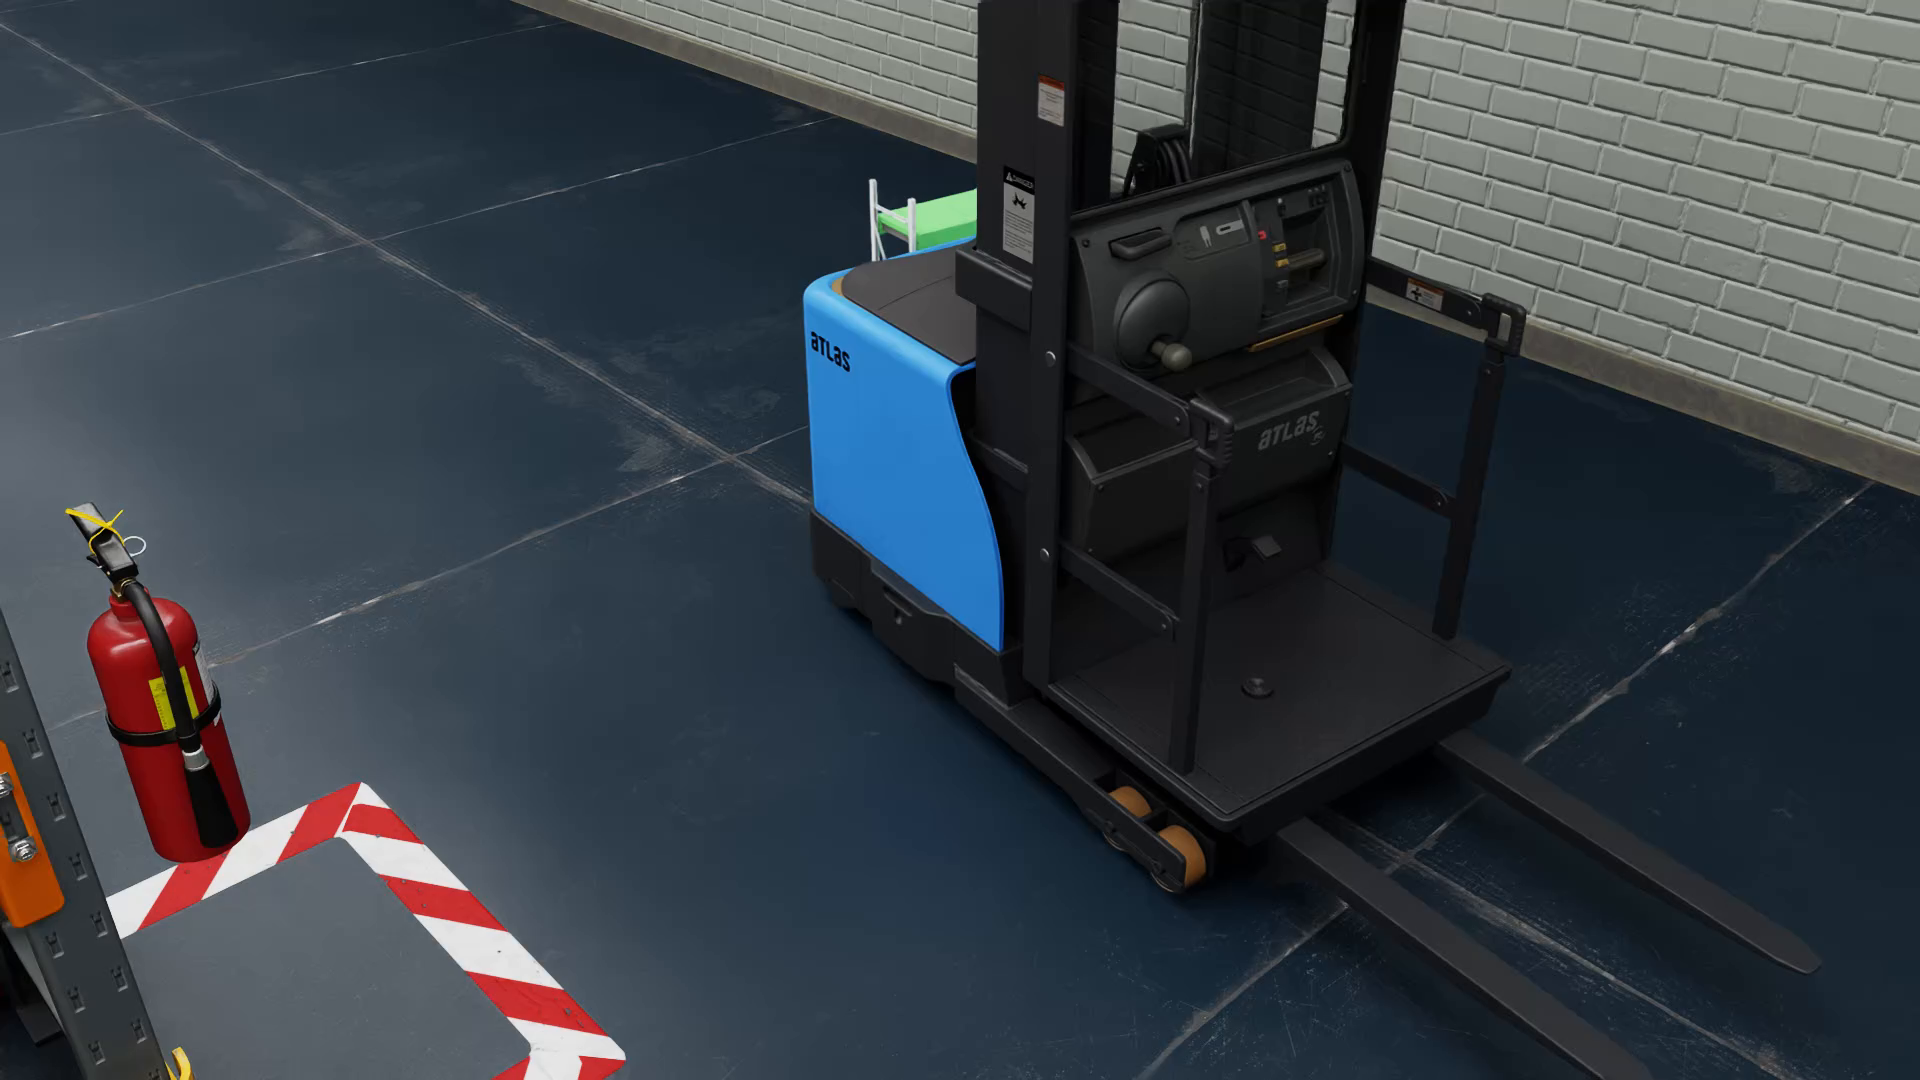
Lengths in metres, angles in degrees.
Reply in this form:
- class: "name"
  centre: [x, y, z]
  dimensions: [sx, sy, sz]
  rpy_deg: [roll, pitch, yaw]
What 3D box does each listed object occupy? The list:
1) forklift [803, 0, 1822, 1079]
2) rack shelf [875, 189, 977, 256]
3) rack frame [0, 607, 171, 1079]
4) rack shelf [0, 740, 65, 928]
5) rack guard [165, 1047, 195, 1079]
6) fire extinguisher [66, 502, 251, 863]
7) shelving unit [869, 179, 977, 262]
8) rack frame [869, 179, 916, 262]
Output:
- class: "forklift"
  centre: [0.789, -0.638, 3.984]
  dimensions: [1.130, 2.935, 3.031]
  rpy_deg: [-21, 37, -30]
- class: "rack shelf"
  centre: [-0.017, -1.026, 5.479]
  dimensions: [0.480, 0.148, 0.258]
  rpy_deg: [-21, 37, -30]
- class: "rack frame"
  centre: [-1.894, -0.025, 2.916]
  dimensions: [0.127, 3.000, 1.000]
  rpy_deg: [-26, 40, -35]
- class: "rack shelf"
  centre: [-3.361, 0.991, 1.943]
  dimensions: [4.000, 0.370, 1.077]
  rpy_deg: [-26, 40, -35]
- class: "rack guard"
  centre: [-1.950, 1.068, 3.524]
  dimensions: [0.348, 0.500, 1.175]
  rpy_deg: [-26, 40, -35]
- class: "fire extinguisher"
  centre: [-1.396, 0.254, 2.891]
  dimensions: [0.183, 0.674, 0.296]
  rpy_deg: [-26, 40, -35]
- class: "shelving unit"
  centre: [-0.015, -0.670, 5.694]
  dimensions: [0.503, 1.200, 0.258]
  rpy_deg: [-21, 37, -30]
- class: "rack frame"
  centre: [-0.212, -0.595, 5.571]
  dimensions: [0.015, 1.200, 0.240]
  rpy_deg: [-21, 37, -30]
